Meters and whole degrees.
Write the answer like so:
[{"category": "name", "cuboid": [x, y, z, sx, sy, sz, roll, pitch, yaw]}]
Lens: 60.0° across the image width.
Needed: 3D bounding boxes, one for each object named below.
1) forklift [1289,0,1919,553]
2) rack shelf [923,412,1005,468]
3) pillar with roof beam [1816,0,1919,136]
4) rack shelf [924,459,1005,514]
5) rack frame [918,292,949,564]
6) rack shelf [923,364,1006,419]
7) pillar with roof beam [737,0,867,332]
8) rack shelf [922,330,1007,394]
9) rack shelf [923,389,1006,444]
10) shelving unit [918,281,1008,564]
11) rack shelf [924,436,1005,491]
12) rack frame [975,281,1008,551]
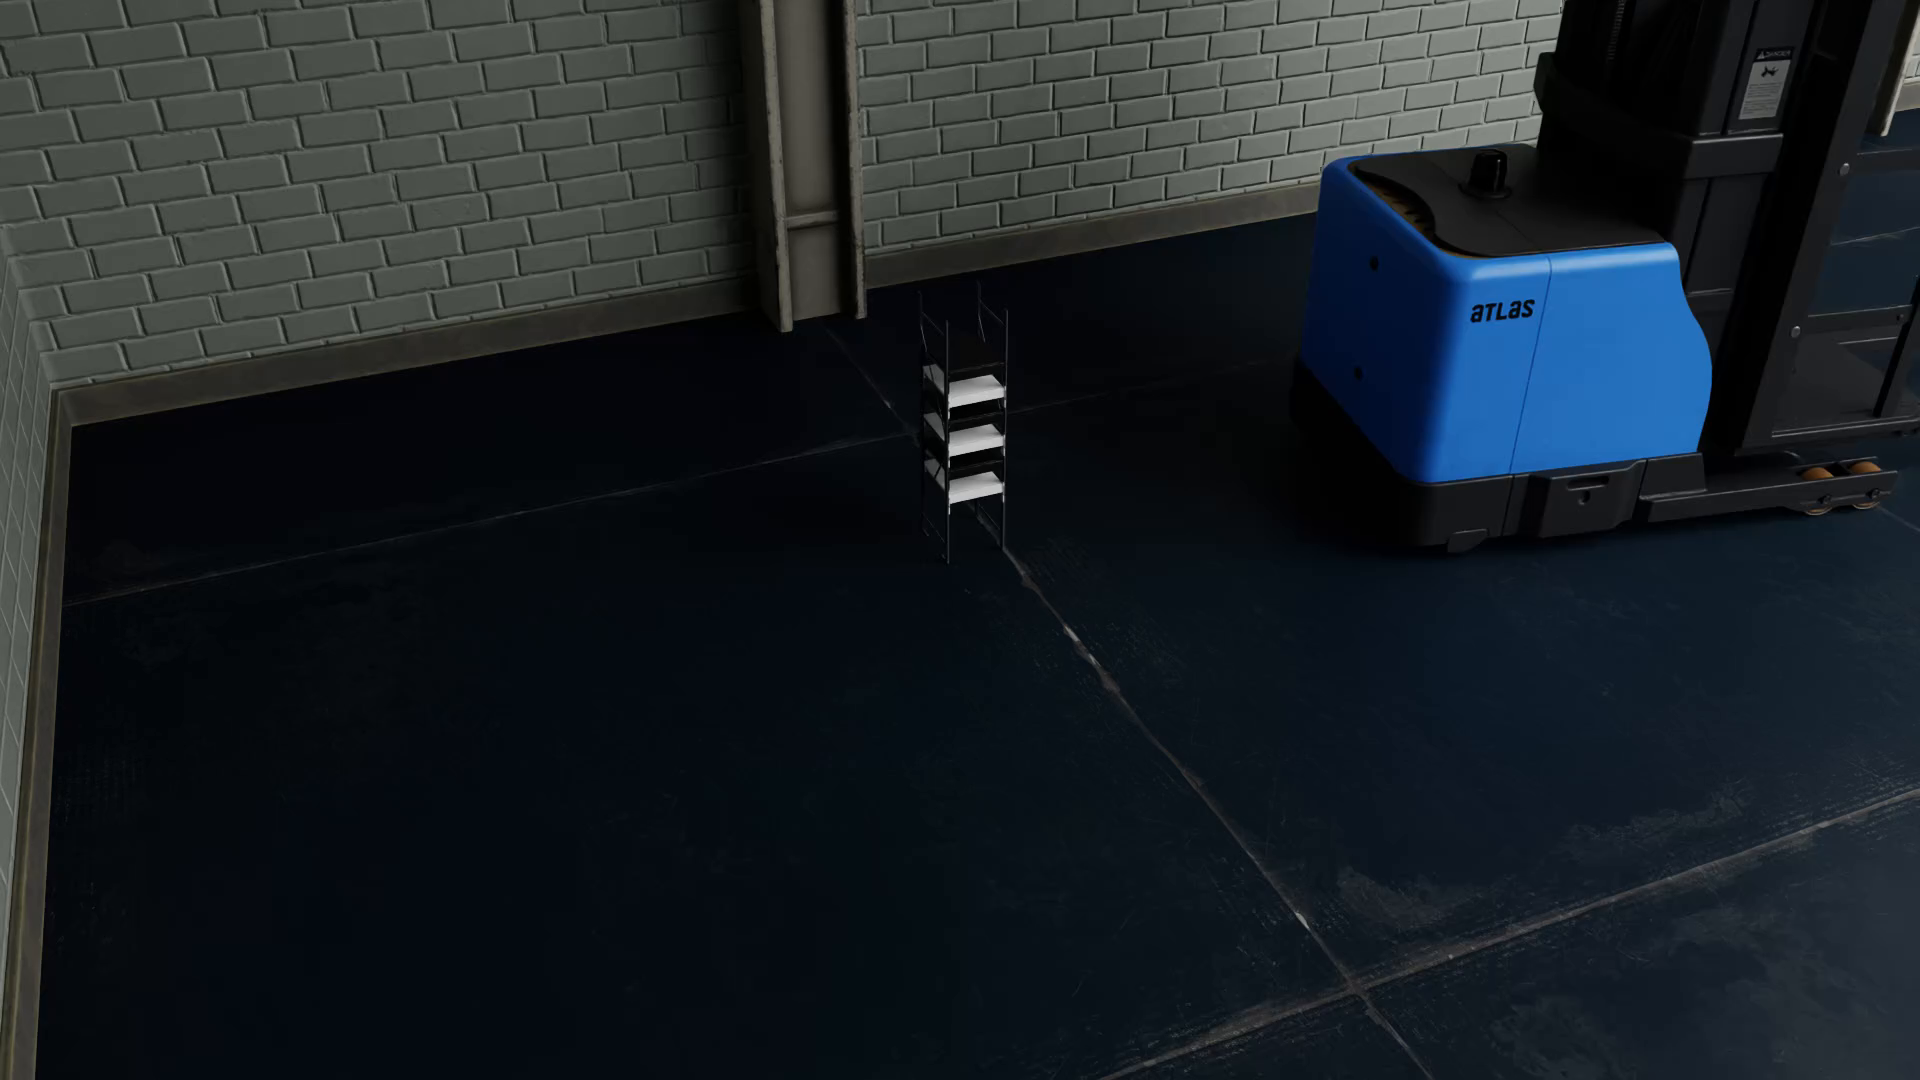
[{"category": "forklift", "cuboid": [2.829, -1.590, 5.506, 3.031, 2.935, 1.130, -7, 34, -10]}, {"category": "rack shelf", "cuboid": [0.007, -0.351, 5.525, 0.200, 0.077, 0.258, -13, 35, -19]}, {"category": "pillar with roof beam", "cuboid": [6.553, -3.880, 3.462, 0.400, 9.000, 9.100, -13, 35, -19]}, {"category": "rack shelf", "cuboid": [0.007, -0.200, 5.624, 0.200, 0.077, 0.258, -13, 35, -19]}, {"category": "rack frame", "cuboid": [-0.086, -0.357, 5.474, 0.006, 0.900, 0.240, -13, 35, -19]}, {"category": "rack shelf", "cuboid": [0.007, -0.502, 5.427, 0.200, 0.077, 0.258, -13, 35, -19]}, {"category": "pillar with roof beam", "cuboid": [1.021, -2.613, 1.515, 0.400, 9.000, 9.100, -13, 35, -19]}, {"category": "rack shelf", "cuboid": [0.007, -0.577, 5.378, 0.200, 0.077, 0.258, -13, 35, -19]}, {"category": "rack shelf", "cuboid": [0.007, -0.426, 5.476, 0.200, 0.077, 0.258, -13, 35, -19]}, {"category": "shelving unit", "cuboid": [0.007, -0.379, 5.507, 0.210, 0.900, 0.258, -13, 35, -19]}, {"category": "rack shelf", "cuboid": [0.007, -0.276, 5.574, 0.200, 0.077, 0.258, -13, 35, -19]}, {"category": "rack frame", "cuboid": [0.101, -0.400, 5.540, 0.006, 0.900, 0.240, -13, 35, -19]}]
